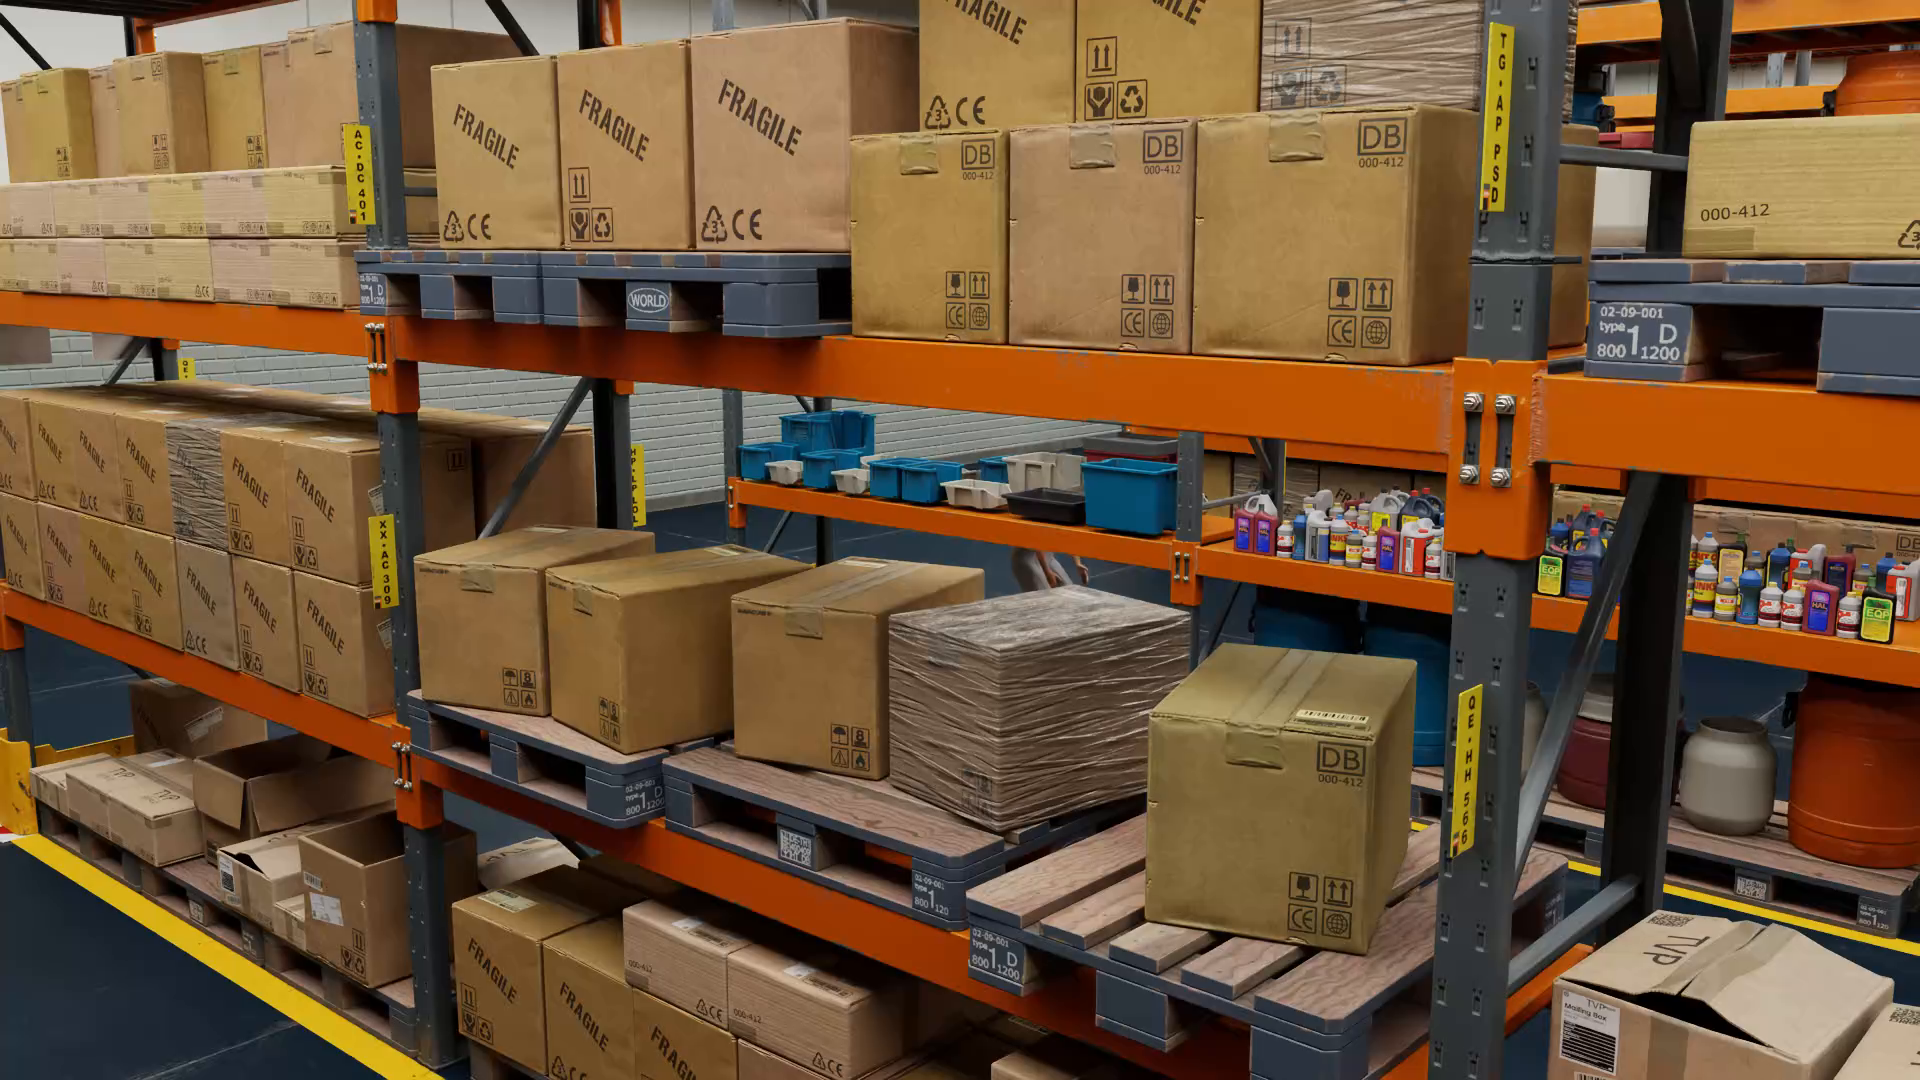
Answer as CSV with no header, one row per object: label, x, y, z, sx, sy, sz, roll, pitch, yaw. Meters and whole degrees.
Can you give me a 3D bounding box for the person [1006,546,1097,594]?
person,0.669,0.261,11.947,0.668,1.333,0.491,9,14,41
